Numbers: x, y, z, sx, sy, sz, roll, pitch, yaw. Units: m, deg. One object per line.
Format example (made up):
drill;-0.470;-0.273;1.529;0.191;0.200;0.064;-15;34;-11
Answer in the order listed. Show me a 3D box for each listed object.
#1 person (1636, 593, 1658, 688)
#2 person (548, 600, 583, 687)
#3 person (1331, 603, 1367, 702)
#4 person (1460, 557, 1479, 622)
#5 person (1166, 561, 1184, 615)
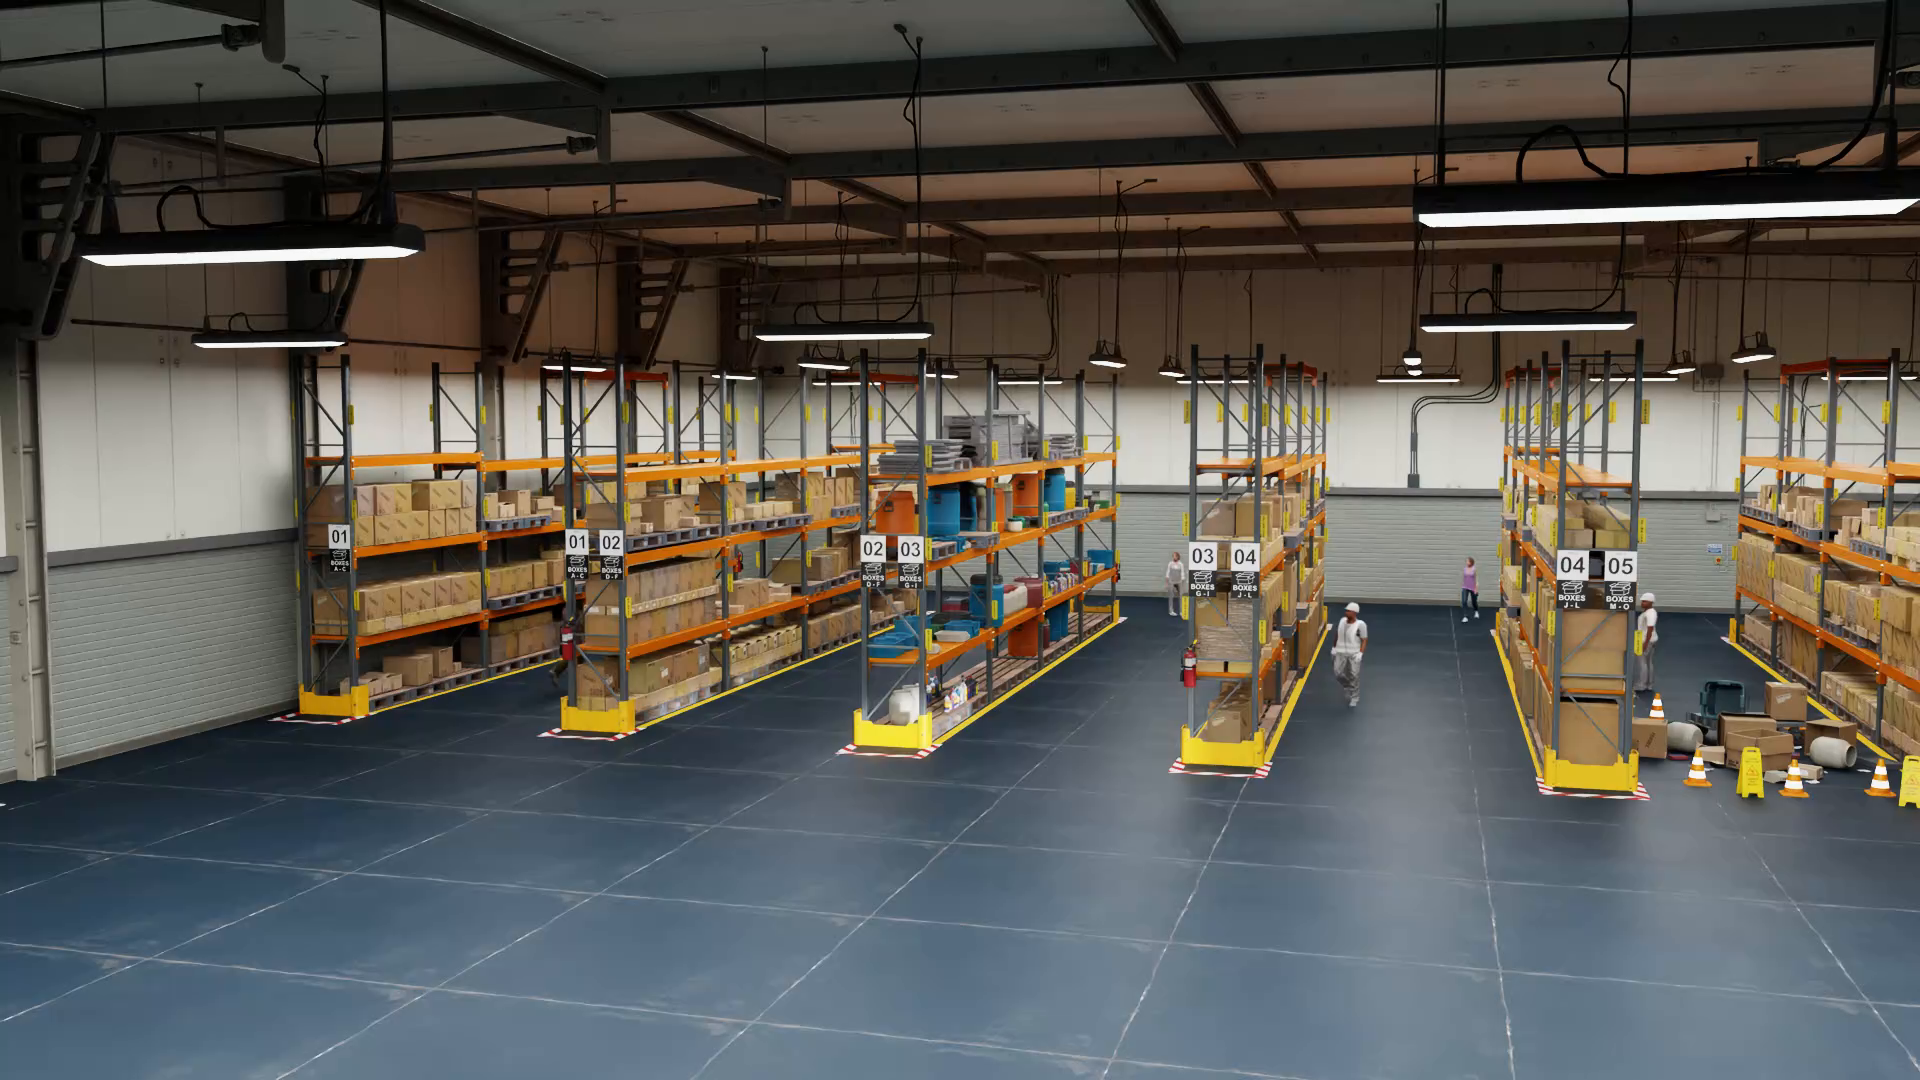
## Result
person;12.530;1.823;30.327;0.394;1.708;0.628;4;6;40
person;-7.144;1.837;30.288;0.779;1.763;0.531;-4;6;-42
person;6.696;1.940;28.669;0.641;1.714;0.633;1;5;19
person;12.368;1.187;40.324;0.457;1.563;0.739;2;5;28
person;5.408;1.213;41.510;0.428;1.372;0.528;-1;4;-12
